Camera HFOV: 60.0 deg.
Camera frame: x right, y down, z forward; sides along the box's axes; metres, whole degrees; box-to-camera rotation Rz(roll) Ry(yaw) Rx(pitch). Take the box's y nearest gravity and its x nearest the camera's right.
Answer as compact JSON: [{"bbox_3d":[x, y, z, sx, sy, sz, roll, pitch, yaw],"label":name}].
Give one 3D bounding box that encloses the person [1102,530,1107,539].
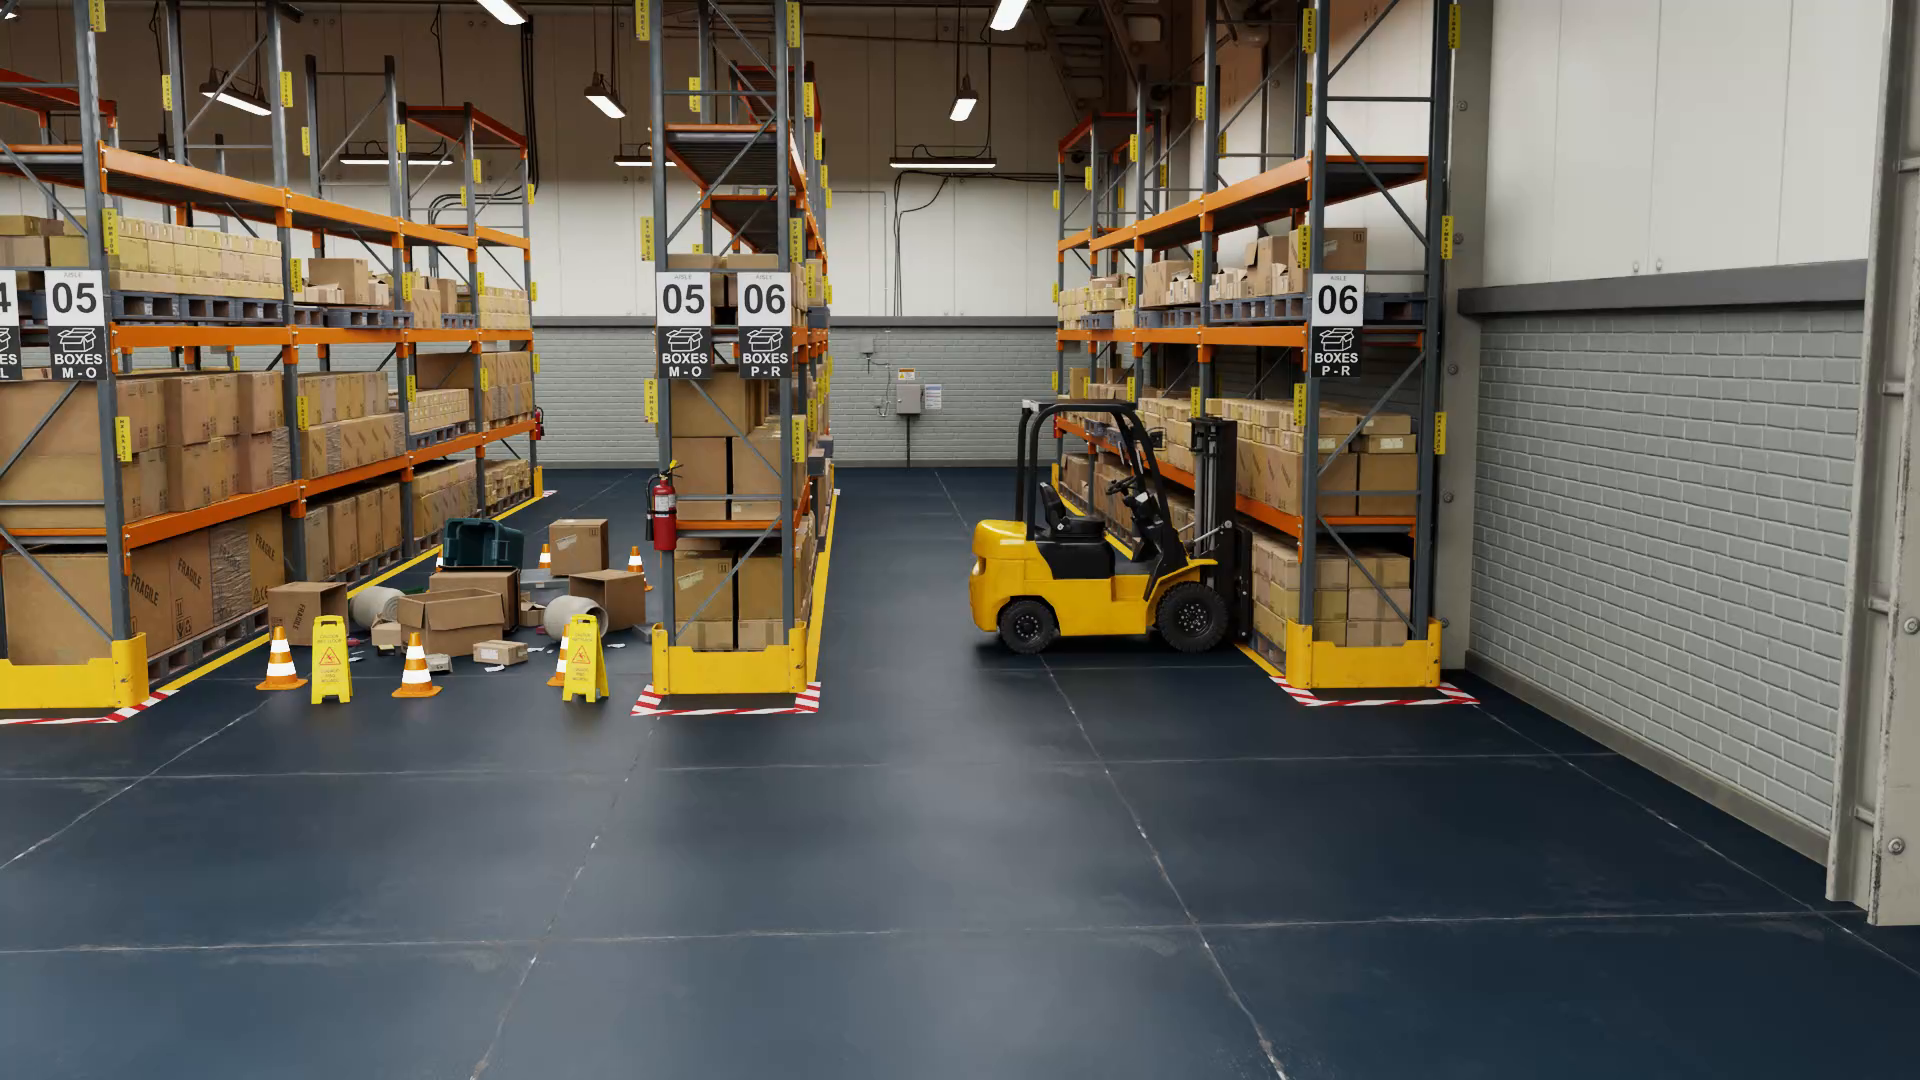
[{"bbox_3d":[1.143,0.236,17.398,0.806,0.774,0.433,0,7,-4],"label":"person"}]
